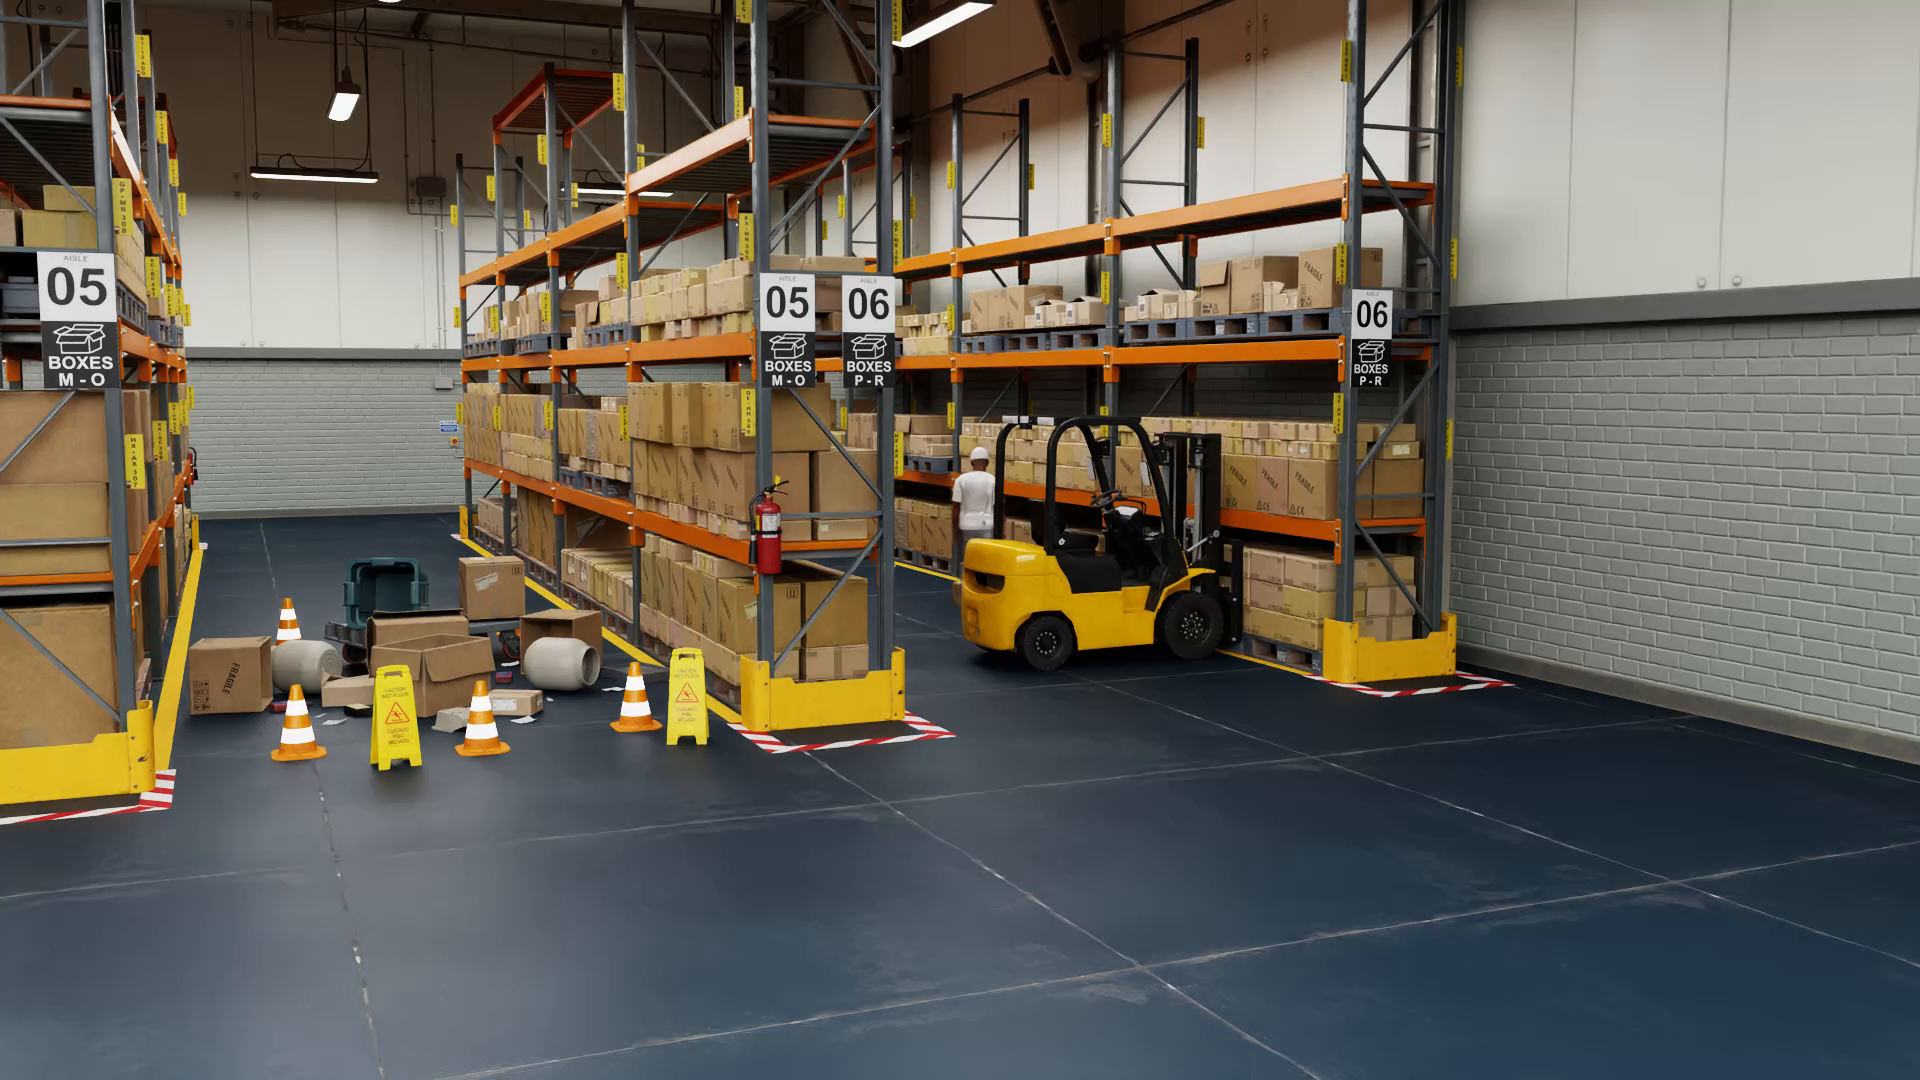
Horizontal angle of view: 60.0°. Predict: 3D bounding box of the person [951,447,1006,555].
[{"bbox_3d":[0.218,-0.114,17.832,0.585,1.778,0.585,1,5,12],"label":"person"}]
